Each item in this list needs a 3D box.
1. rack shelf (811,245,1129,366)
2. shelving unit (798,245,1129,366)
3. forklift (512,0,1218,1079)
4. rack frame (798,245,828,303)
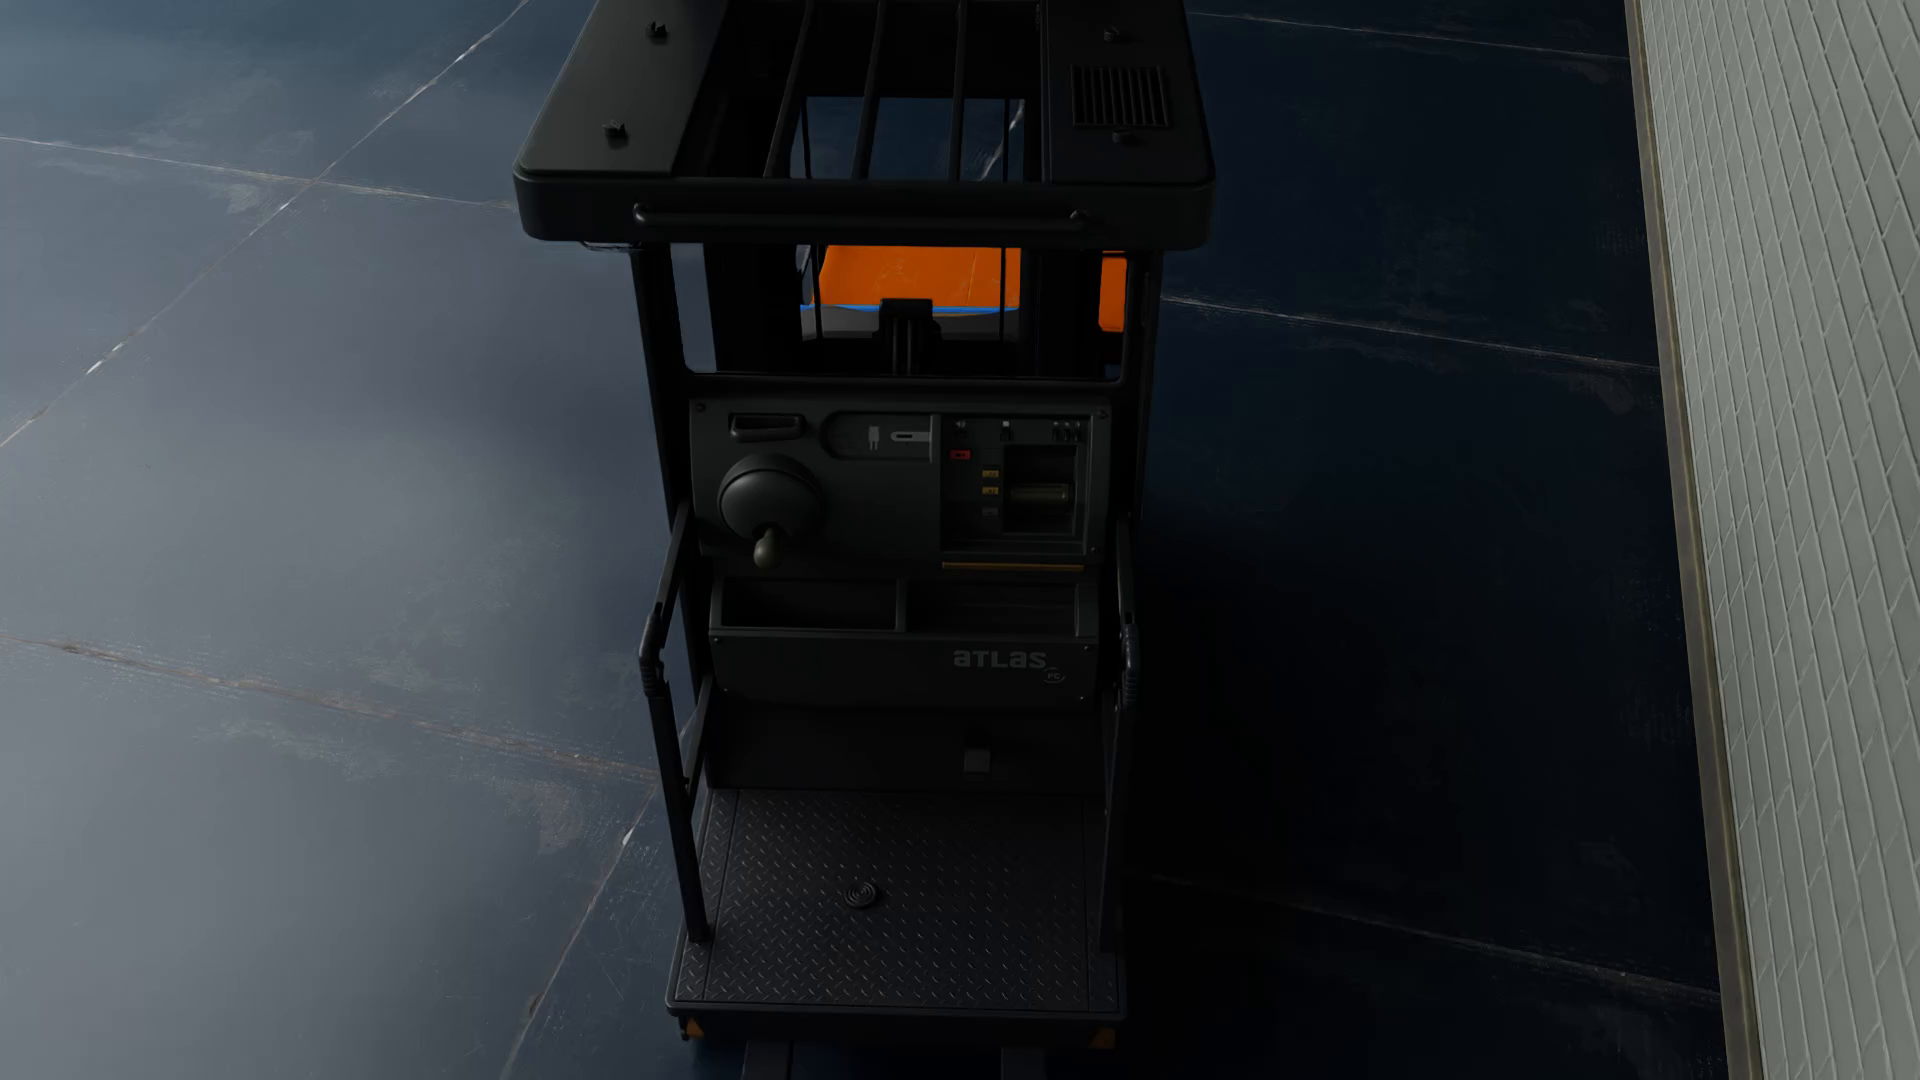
[{"bbox_3d":[0.035,-0.723,5.281,1.000,0.278,0.538,4,40,4],"label":"rack shelf"},{"bbox_3d":[0.035,-0.499,5.469,1.048,1.125,0.538,4,40,4],"label":"shelving unit"},{"bbox_3d":[-0.136,-0.050,3.530,1.130,2.935,3.031,1,40,1],"label":"forklift"},{"bbox_3d":[-0.471,-0.530,5.507,0.032,1.125,0.500,4,40,4],"label":"rack frame"}]
